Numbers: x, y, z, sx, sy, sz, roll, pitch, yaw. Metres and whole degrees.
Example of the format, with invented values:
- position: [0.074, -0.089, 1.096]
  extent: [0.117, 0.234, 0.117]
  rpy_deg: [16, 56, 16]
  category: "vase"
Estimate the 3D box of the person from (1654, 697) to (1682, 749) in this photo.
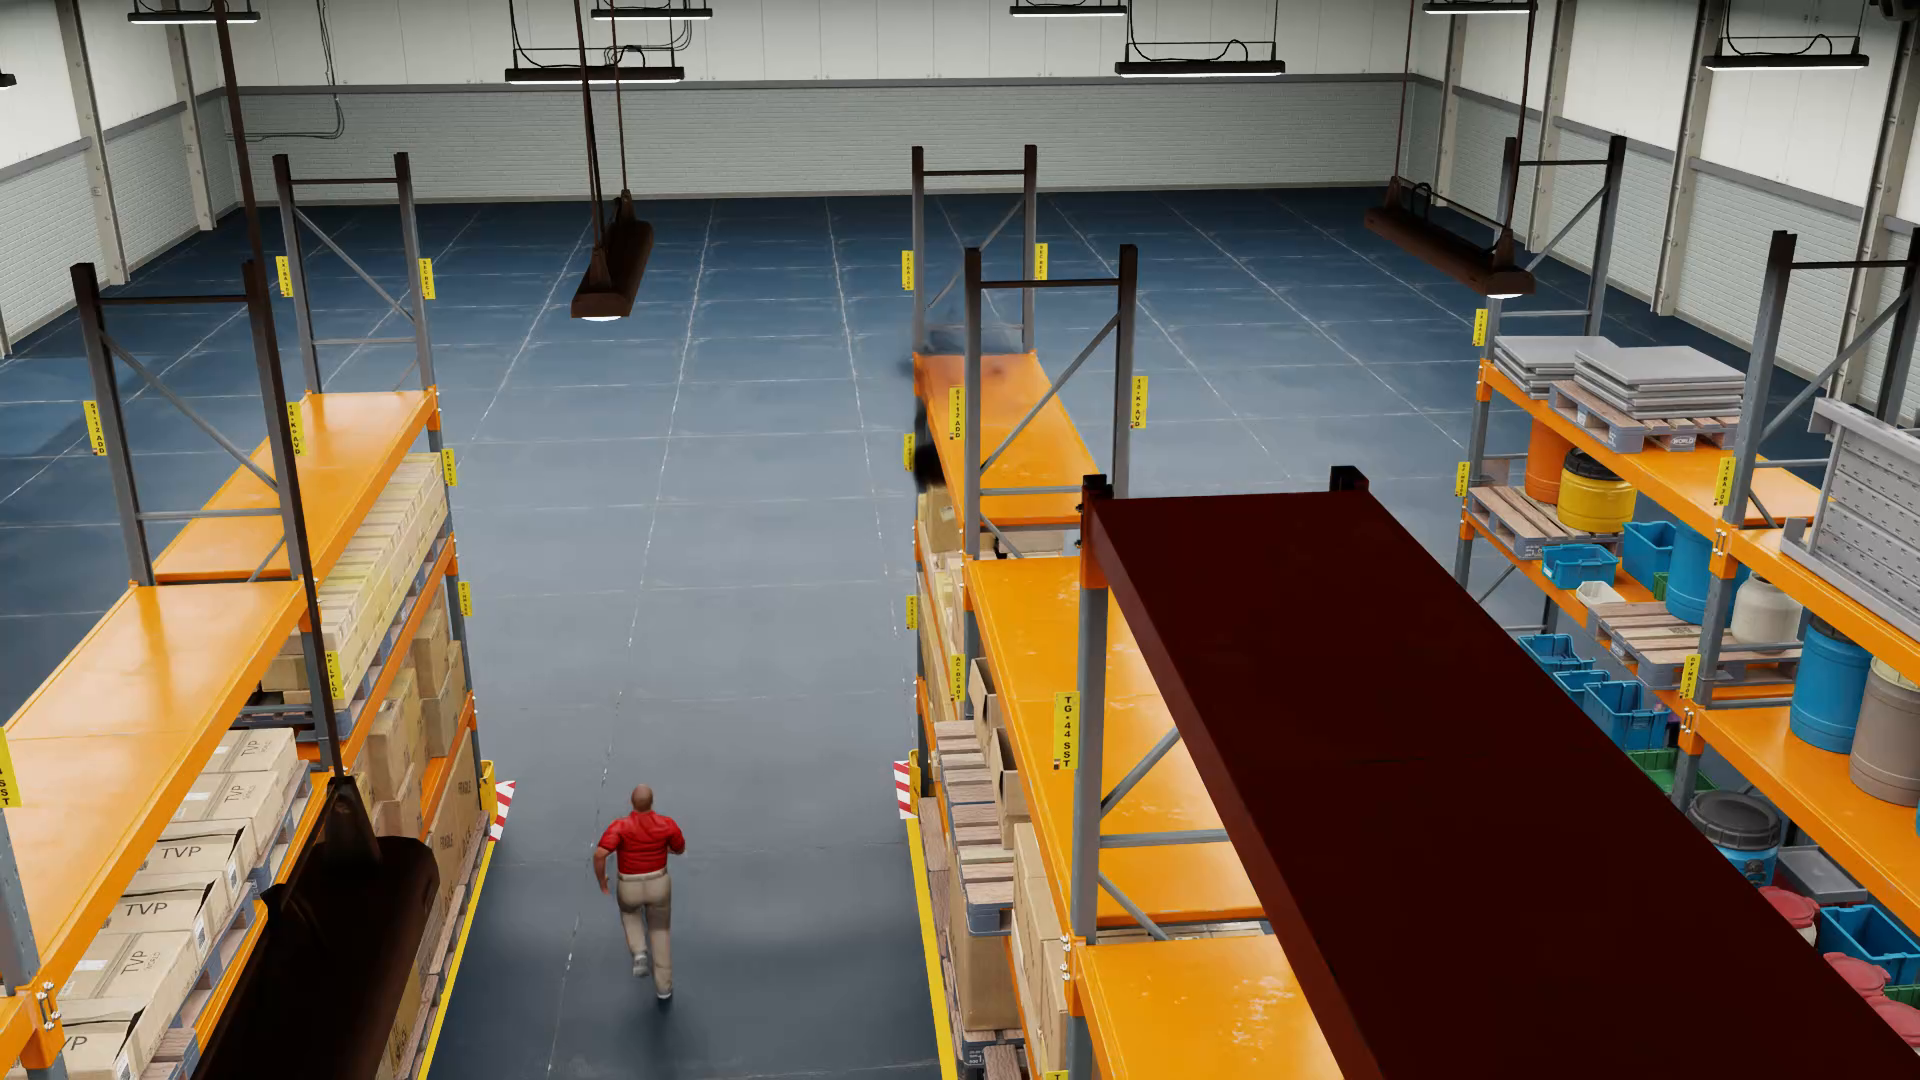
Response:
- position: [6.548, 1.653, 15.299]
  extent: [0.514, 1.639, 0.666]
  rpy_deg: [-5, 22, -12]
  category: "person"

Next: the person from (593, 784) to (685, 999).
- position: [-2.431, 2.622, 12.711]
  extent: [0.687, 1.681, 0.769]
  rpy_deg: [-5, 22, -12]
  category: "person"
